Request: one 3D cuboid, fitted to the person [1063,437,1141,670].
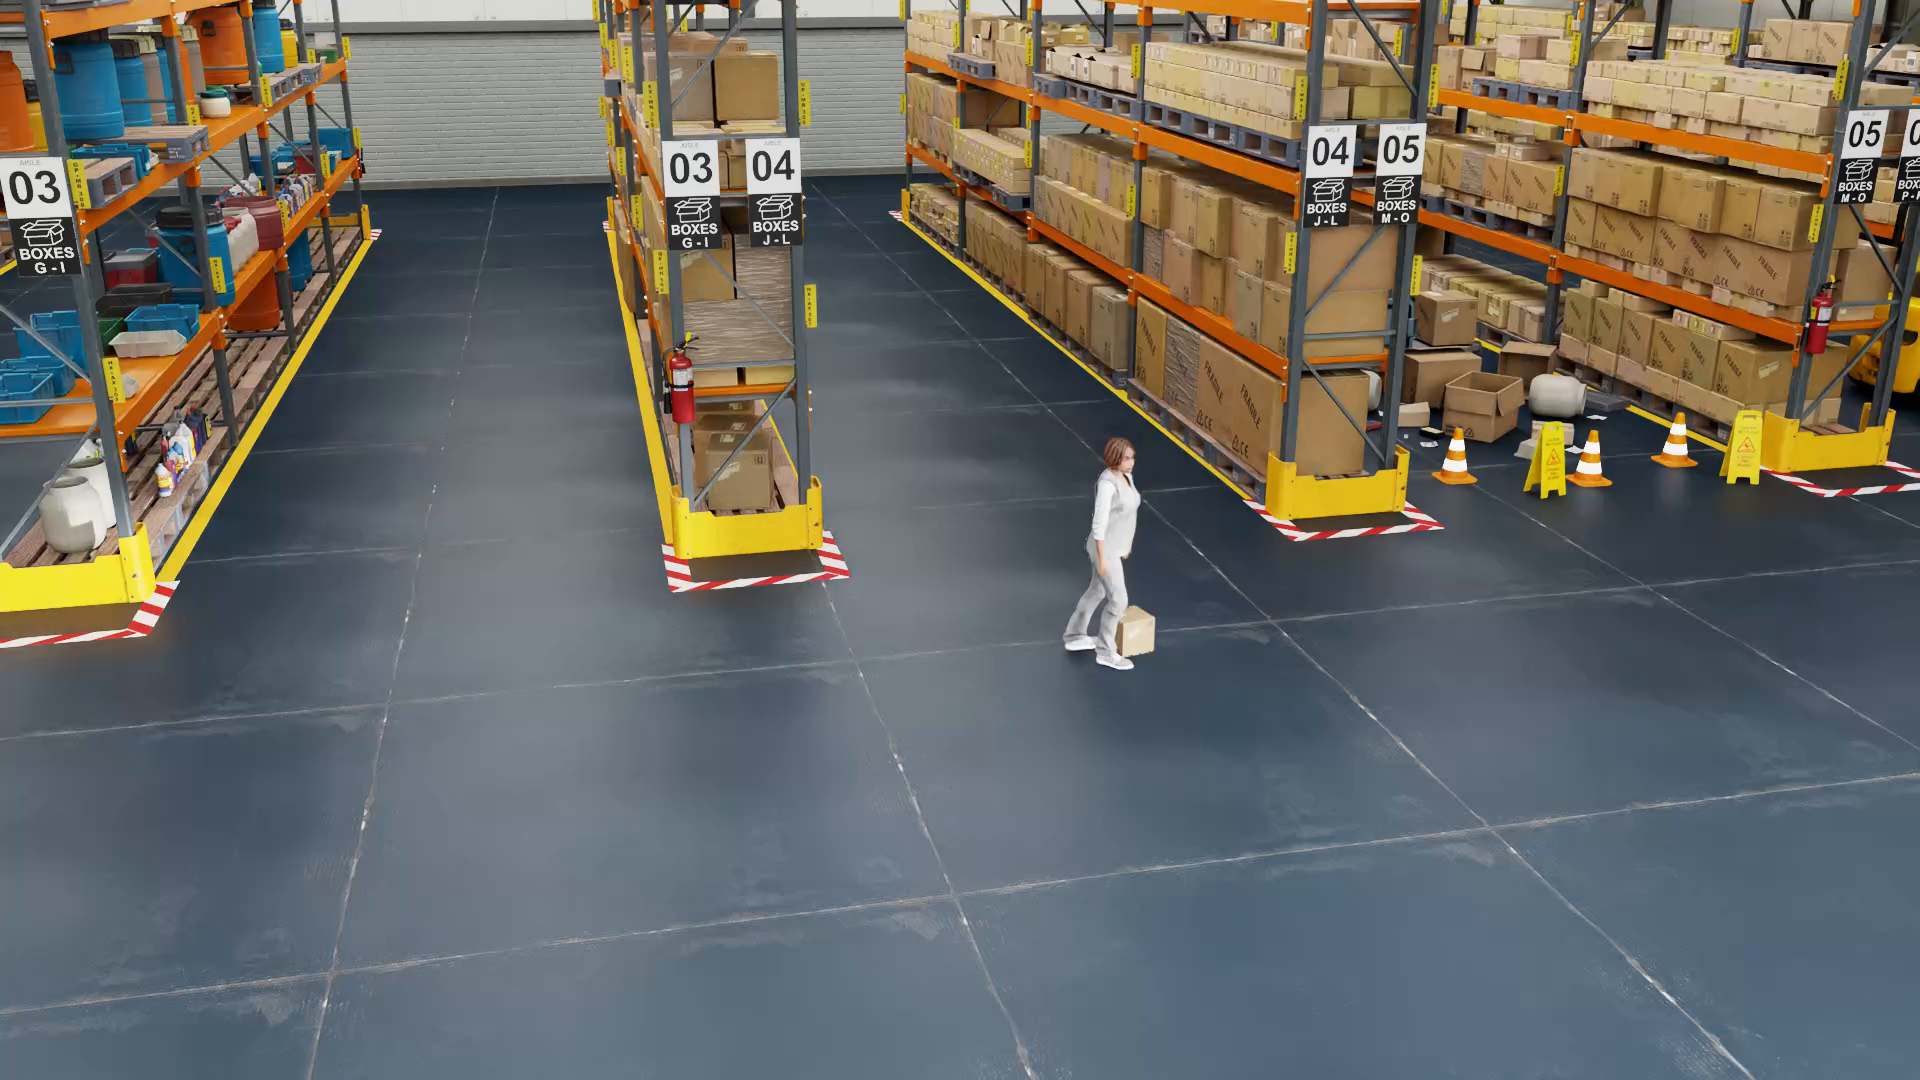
[{"bbox_3d":[0.930,0.067,10.908,0.518,1.586,0.443,7,21,19],"label":"person"}]
